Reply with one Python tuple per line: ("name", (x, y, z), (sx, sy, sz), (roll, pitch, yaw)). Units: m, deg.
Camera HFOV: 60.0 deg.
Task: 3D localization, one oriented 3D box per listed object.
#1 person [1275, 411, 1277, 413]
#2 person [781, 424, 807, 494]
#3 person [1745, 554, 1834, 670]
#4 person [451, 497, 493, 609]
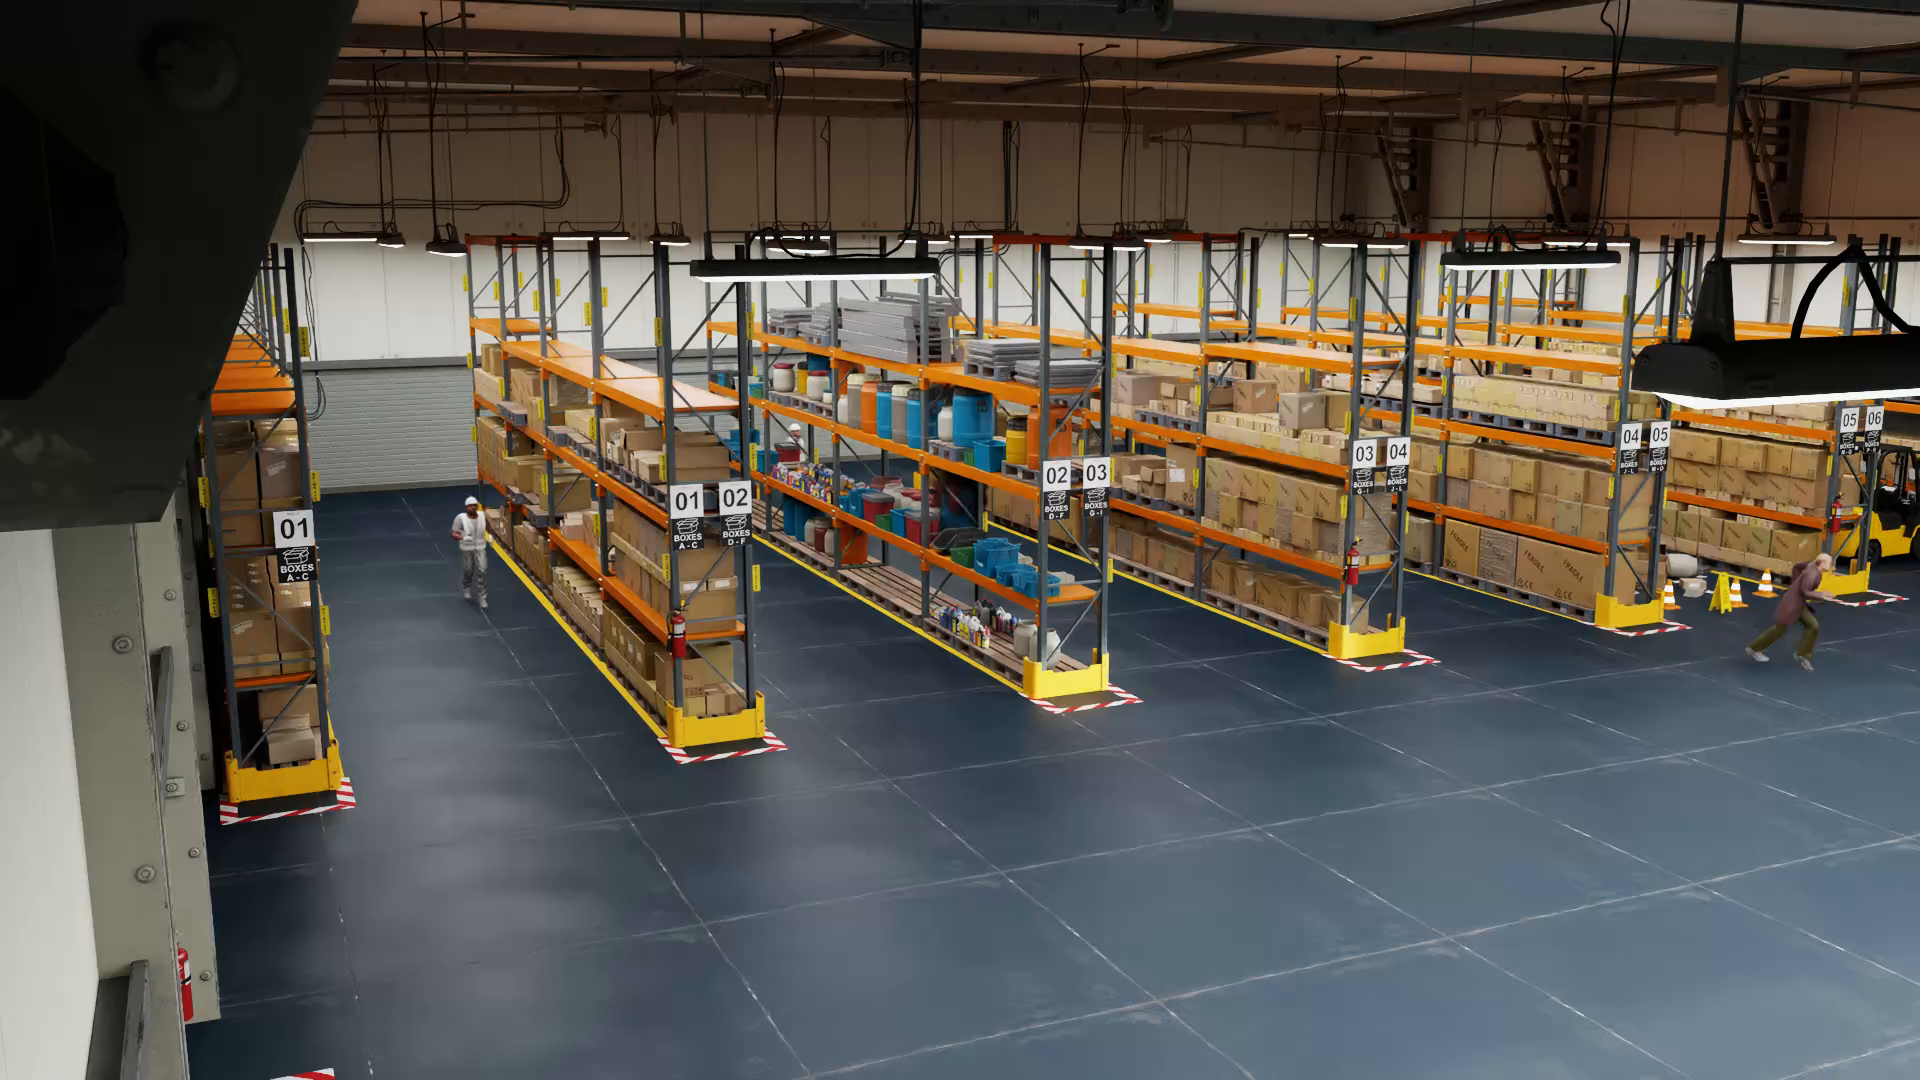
("person", (8.418, -2.946, 43.795), (0.587, 1.730, 0.722), (1, 11, 6))
("person", (-3.706, -1.758, 37.397), (1.002, 1.736, 0.684), (9, 14, 39))
("person", (11.848, 1.009, 23.688), (1.036, 1.737, 0.753), (6, 13, 30))
("person", (-8.048, 0.183, 27.511), (0.703, 1.832, 0.817), (-6, 13, -29))
